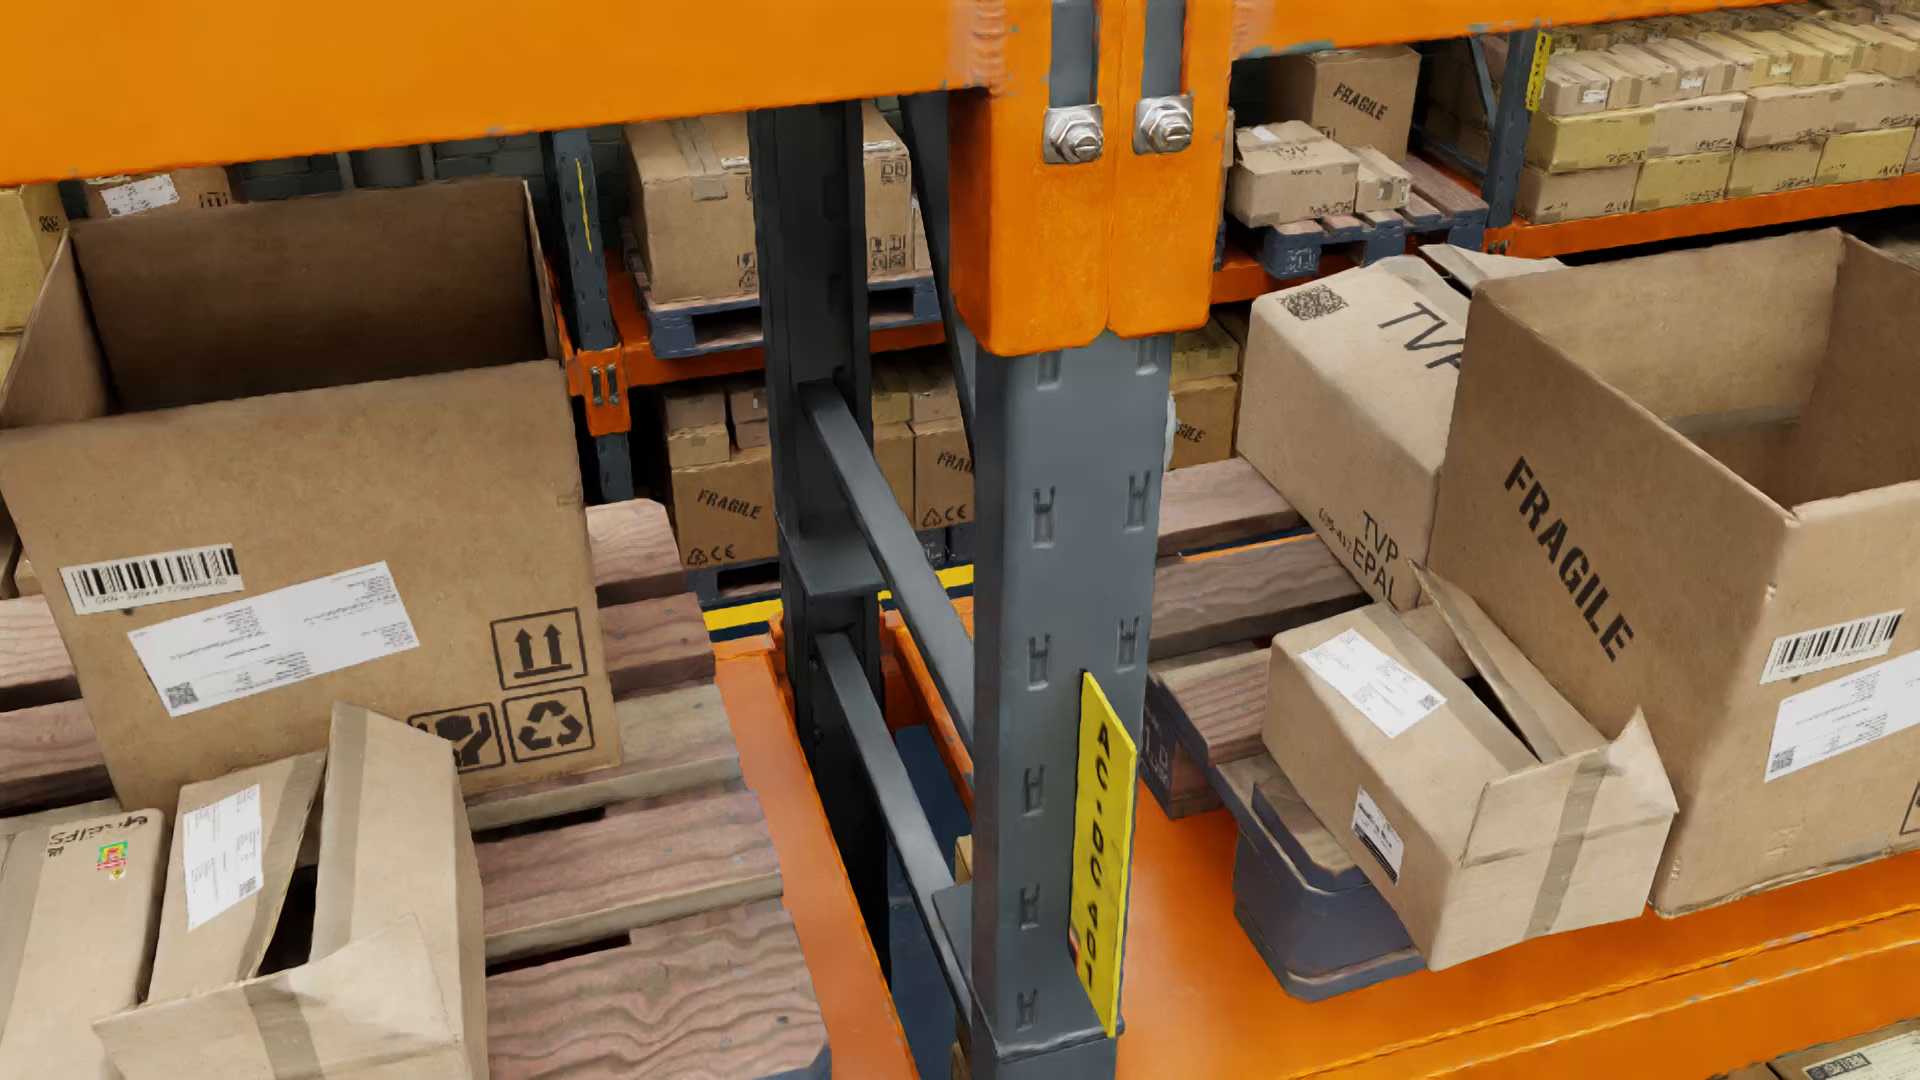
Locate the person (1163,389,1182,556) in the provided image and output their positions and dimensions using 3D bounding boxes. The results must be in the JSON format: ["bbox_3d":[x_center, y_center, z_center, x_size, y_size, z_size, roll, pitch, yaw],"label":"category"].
[{"bbox_3d":[0.620,-0.197,6.418,0.772,1.770,0.669,-9,35,-13],"label":"person"}]
